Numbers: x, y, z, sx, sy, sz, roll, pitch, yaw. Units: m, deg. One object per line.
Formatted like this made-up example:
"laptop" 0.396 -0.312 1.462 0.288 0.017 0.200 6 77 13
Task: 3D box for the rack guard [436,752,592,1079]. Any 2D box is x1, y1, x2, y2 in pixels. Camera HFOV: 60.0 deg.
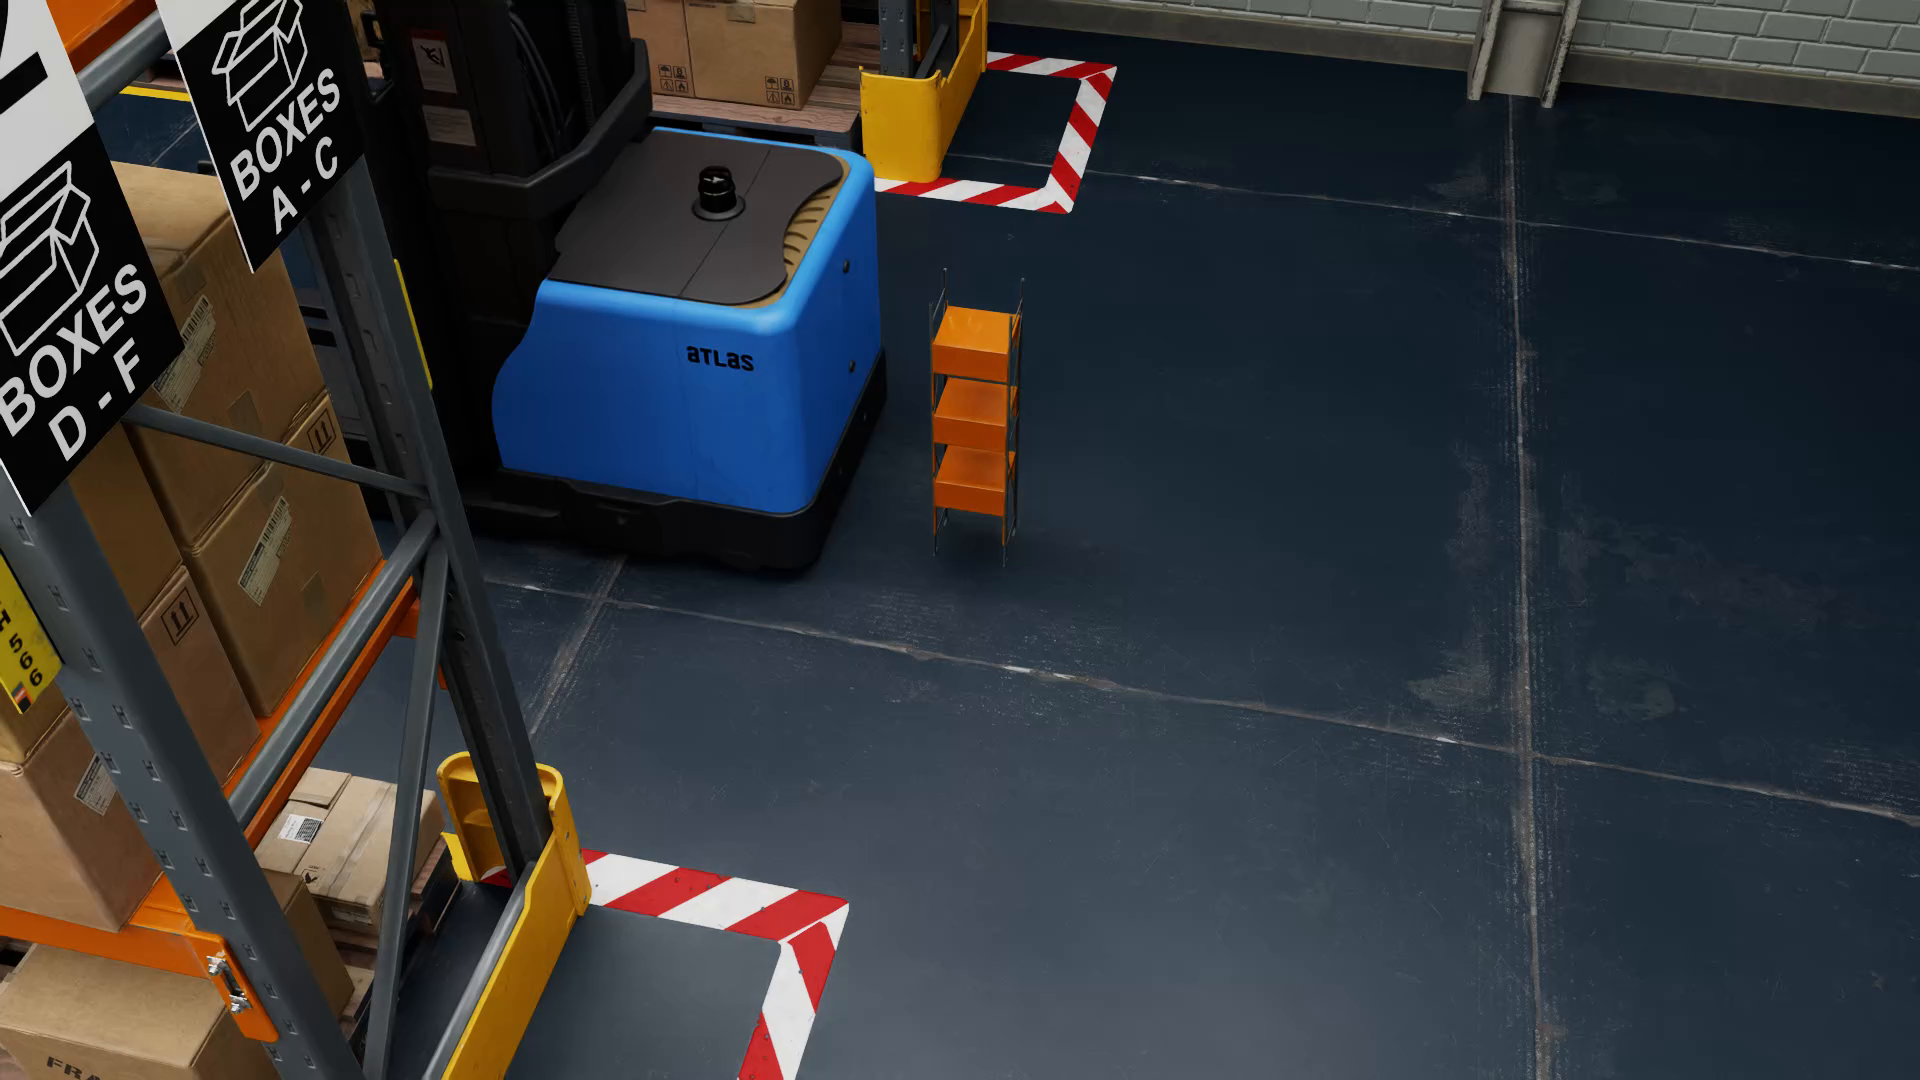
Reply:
"rack guard" -1.325 1.158 4.186 0.348 0.500 1.175 9 45 9

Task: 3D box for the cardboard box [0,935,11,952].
"cardboard box" -2.756 1.021 4.191 0.500 0.250 0.500 9 45 9

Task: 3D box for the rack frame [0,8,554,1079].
"rack frame" -1.251 0.269 3.307 0.127 3.000 1.000 9 45 9

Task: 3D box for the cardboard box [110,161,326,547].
"cardboard box" -1.627 -0.373 3.181 0.500 0.500 0.500 10 45 10

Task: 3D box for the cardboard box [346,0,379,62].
"cardboard box" -2.880 -2.679 7.870 0.500 0.500 0.700 8 45 9

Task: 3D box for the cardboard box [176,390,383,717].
"cardboard box" -1.627 -0.013 3.528 0.500 0.500 0.500 10 45 10

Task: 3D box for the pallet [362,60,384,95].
"pallet" -2.157 -2.334 8.022 1.213 0.211 1.003 9 45 9

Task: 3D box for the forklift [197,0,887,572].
"forklift" -1.846 -1.492 5.187 3.031 2.935 1.130 10 45 10

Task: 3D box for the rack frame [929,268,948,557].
"rack frame" -0.067 -0.389 5.397 0.008 1.050 0.200 9 45 9

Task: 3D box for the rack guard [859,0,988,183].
"rack guard" -0.150 -2.180 7.654 0.348 0.500 1.175 9 45 9

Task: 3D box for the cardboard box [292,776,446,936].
"cardboard box" -1.585 0.842 4.451 0.250 0.149 0.380 9 45 9

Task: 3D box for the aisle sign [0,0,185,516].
"aisle sign" -1.252 -0.450 2.180 0.004 0.787 0.394 9 45 9

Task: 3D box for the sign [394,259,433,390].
"sign" -1.133 -0.410 3.389 0.005 0.325 0.100 9 45 9

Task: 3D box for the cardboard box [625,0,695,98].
"cardboard box" -1.366 -2.449 7.631 0.500 0.500 0.700 9 45 9

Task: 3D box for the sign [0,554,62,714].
"sign" -1.392 0.111 2.409 0.005 0.325 0.100 9 45 9

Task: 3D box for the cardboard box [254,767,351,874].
"cardboard box" -1.829 0.798 4.484 0.250 0.166 0.380 9 45 9

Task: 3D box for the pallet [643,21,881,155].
"pallet" -0.971 -2.147 7.829 1.213 0.211 1.003 9 45 9

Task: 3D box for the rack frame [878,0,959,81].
"rack frame" -0.173 -3.084 6.791 0.127 3.000 1.000 9 45 9

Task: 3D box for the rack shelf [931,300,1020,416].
"rack shelf" 0.052 -0.567 5.188 0.240 0.259 0.215 9 45 9

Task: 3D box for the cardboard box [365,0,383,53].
"cardboard box" -2.379 -2.600 7.788 0.500 0.500 0.700 10 45 10

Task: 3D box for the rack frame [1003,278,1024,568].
"rack frame" 0.171 -0.352 5.358 0.008 1.050 0.200 9 45 9

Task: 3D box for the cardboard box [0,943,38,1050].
"cardboard box" -2.211 1.094 4.177 0.250 0.166 0.380 9 45 9

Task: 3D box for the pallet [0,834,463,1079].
"pallet" -2.104 1.142 4.411 1.213 0.211 1.003 9 45 9

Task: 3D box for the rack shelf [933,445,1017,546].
"rack shelf" 0.052 -0.162 5.578 0.240 0.259 0.215 9 45 9

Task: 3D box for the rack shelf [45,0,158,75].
"rack shelf" -3.203 -0.855 2.831 4.000 0.370 1.077 9 45 9

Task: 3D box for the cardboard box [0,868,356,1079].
"cardboard box" -1.836 1.096 3.934 0.500 0.500 0.500 9 45 9

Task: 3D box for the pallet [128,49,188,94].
"pallet" -3.352 -2.517 8.213 1.213 0.211 1.003 9 45 9

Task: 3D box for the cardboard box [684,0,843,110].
"cardboard box" -0.878 -2.373 7.552 0.500 0.500 0.700 9 45 9

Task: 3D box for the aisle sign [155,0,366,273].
"aisle sign" -1.121 -0.856 2.602 0.004 0.787 0.394 9 45 9

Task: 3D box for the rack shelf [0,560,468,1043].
"rack shelf" -3.203 0.225 3.872 4.000 0.370 1.077 9 45 9

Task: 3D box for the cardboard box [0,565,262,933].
"cardboard box" -1.748 0.349 3.152 0.500 0.500 0.500 10 45 10

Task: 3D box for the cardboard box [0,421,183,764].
"cardboard box" -1.746 -0.008 2.803 0.500 0.500 0.500 8 45 9

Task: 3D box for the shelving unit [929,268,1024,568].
"shelving unit" 0.052 -0.370 5.377 0.252 1.050 0.215 9 45 9

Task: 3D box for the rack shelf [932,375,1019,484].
"rack shelf" 0.052 -0.363 5.385 0.240 0.259 0.215 9 45 9

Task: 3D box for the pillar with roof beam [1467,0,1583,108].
"pillar with roof beam" 1.710 -2.508 1.867 0.400 9.000 9.100 9 45 9
